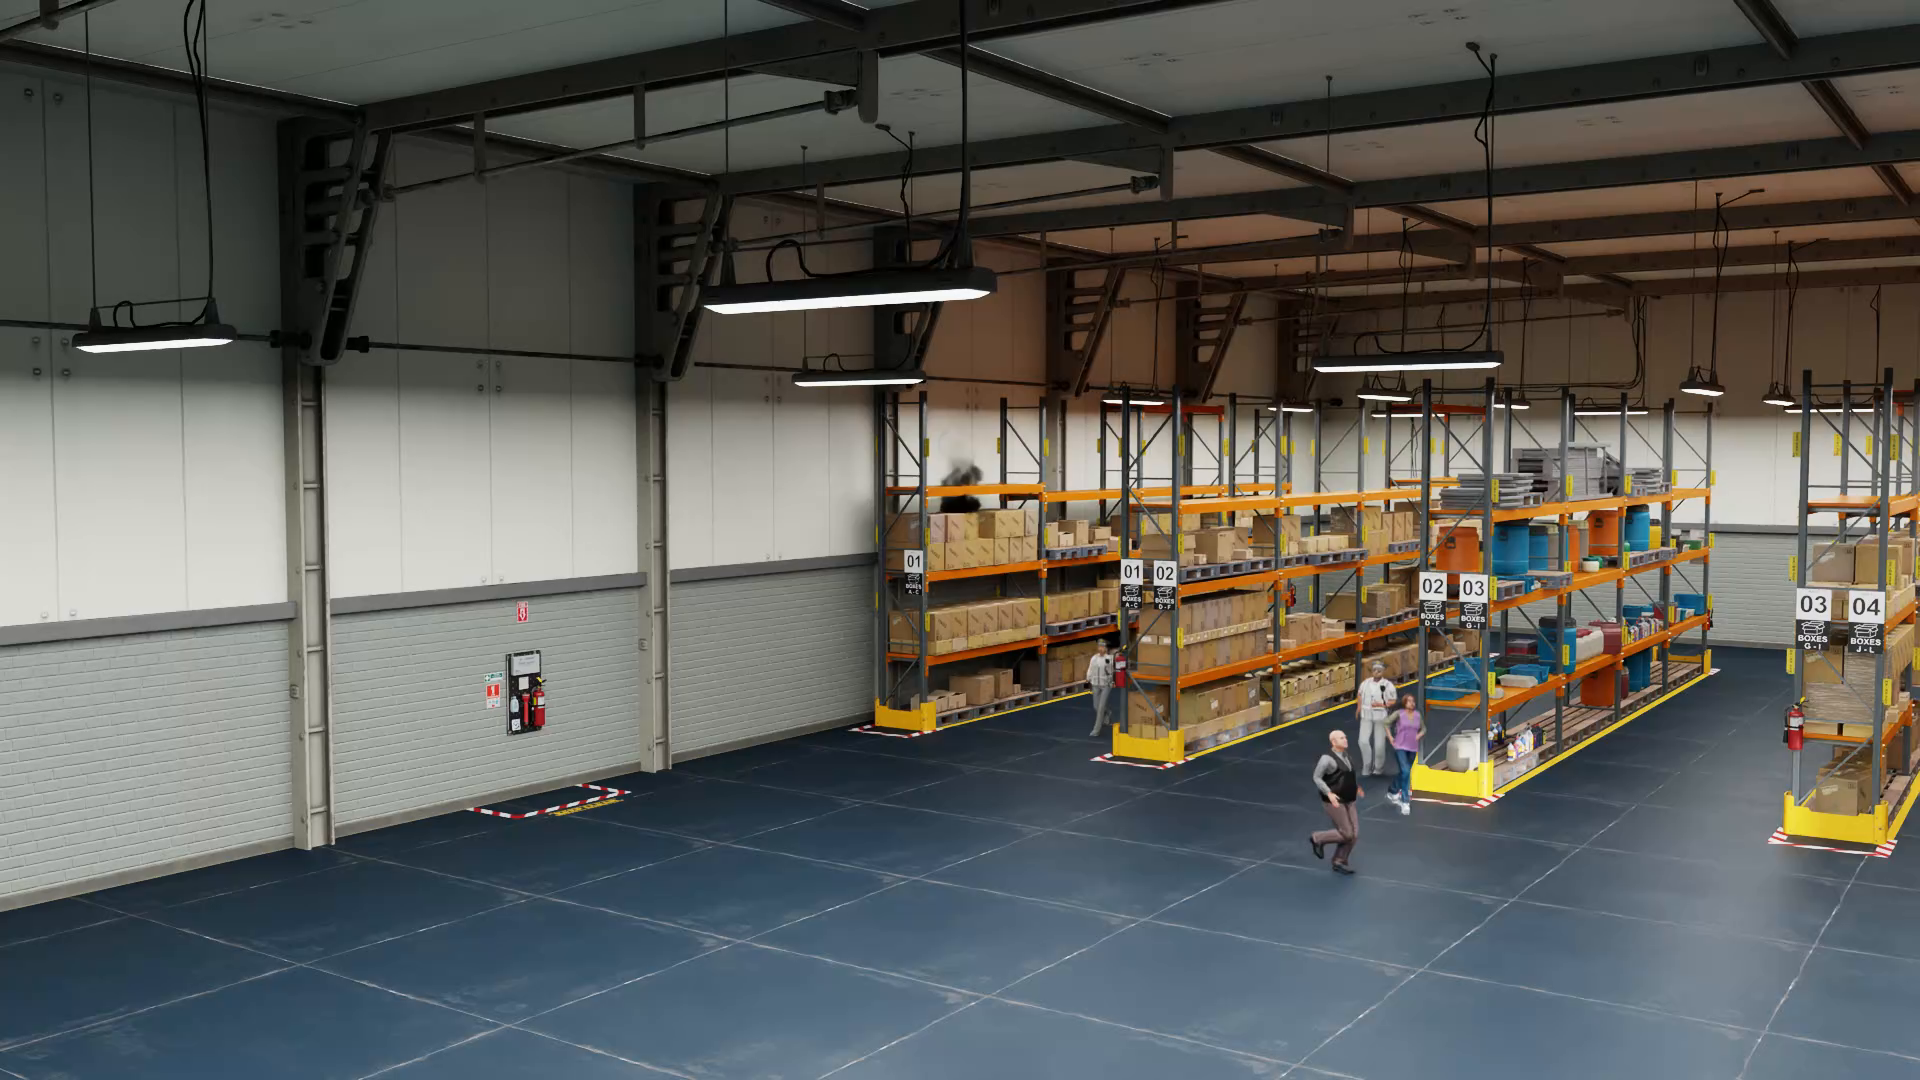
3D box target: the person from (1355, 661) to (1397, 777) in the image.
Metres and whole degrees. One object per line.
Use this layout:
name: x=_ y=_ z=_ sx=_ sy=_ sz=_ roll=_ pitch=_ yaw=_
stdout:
person: x=6.300 y=2.731 z=25.295 sx=0.639 sy=1.790 sz=0.643 roll=2 pitch=4 yaw=26

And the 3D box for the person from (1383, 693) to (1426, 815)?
person: x=6.165 y=2.937 z=22.990 sx=0.566 sy=1.657 sz=0.647 roll=-1 pitch=3 yaw=-12

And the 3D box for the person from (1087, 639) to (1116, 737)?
person: x=2.491 y=2.544 z=28.979 sx=0.618 sy=1.669 sz=0.890 roll=2 pitch=4 yaw=29

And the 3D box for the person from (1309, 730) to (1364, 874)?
person: x=4.449 y=3.081 z=19.632 sx=0.659 sy=1.677 sz=0.586 roll=-3 pitch=4 yaw=-42
